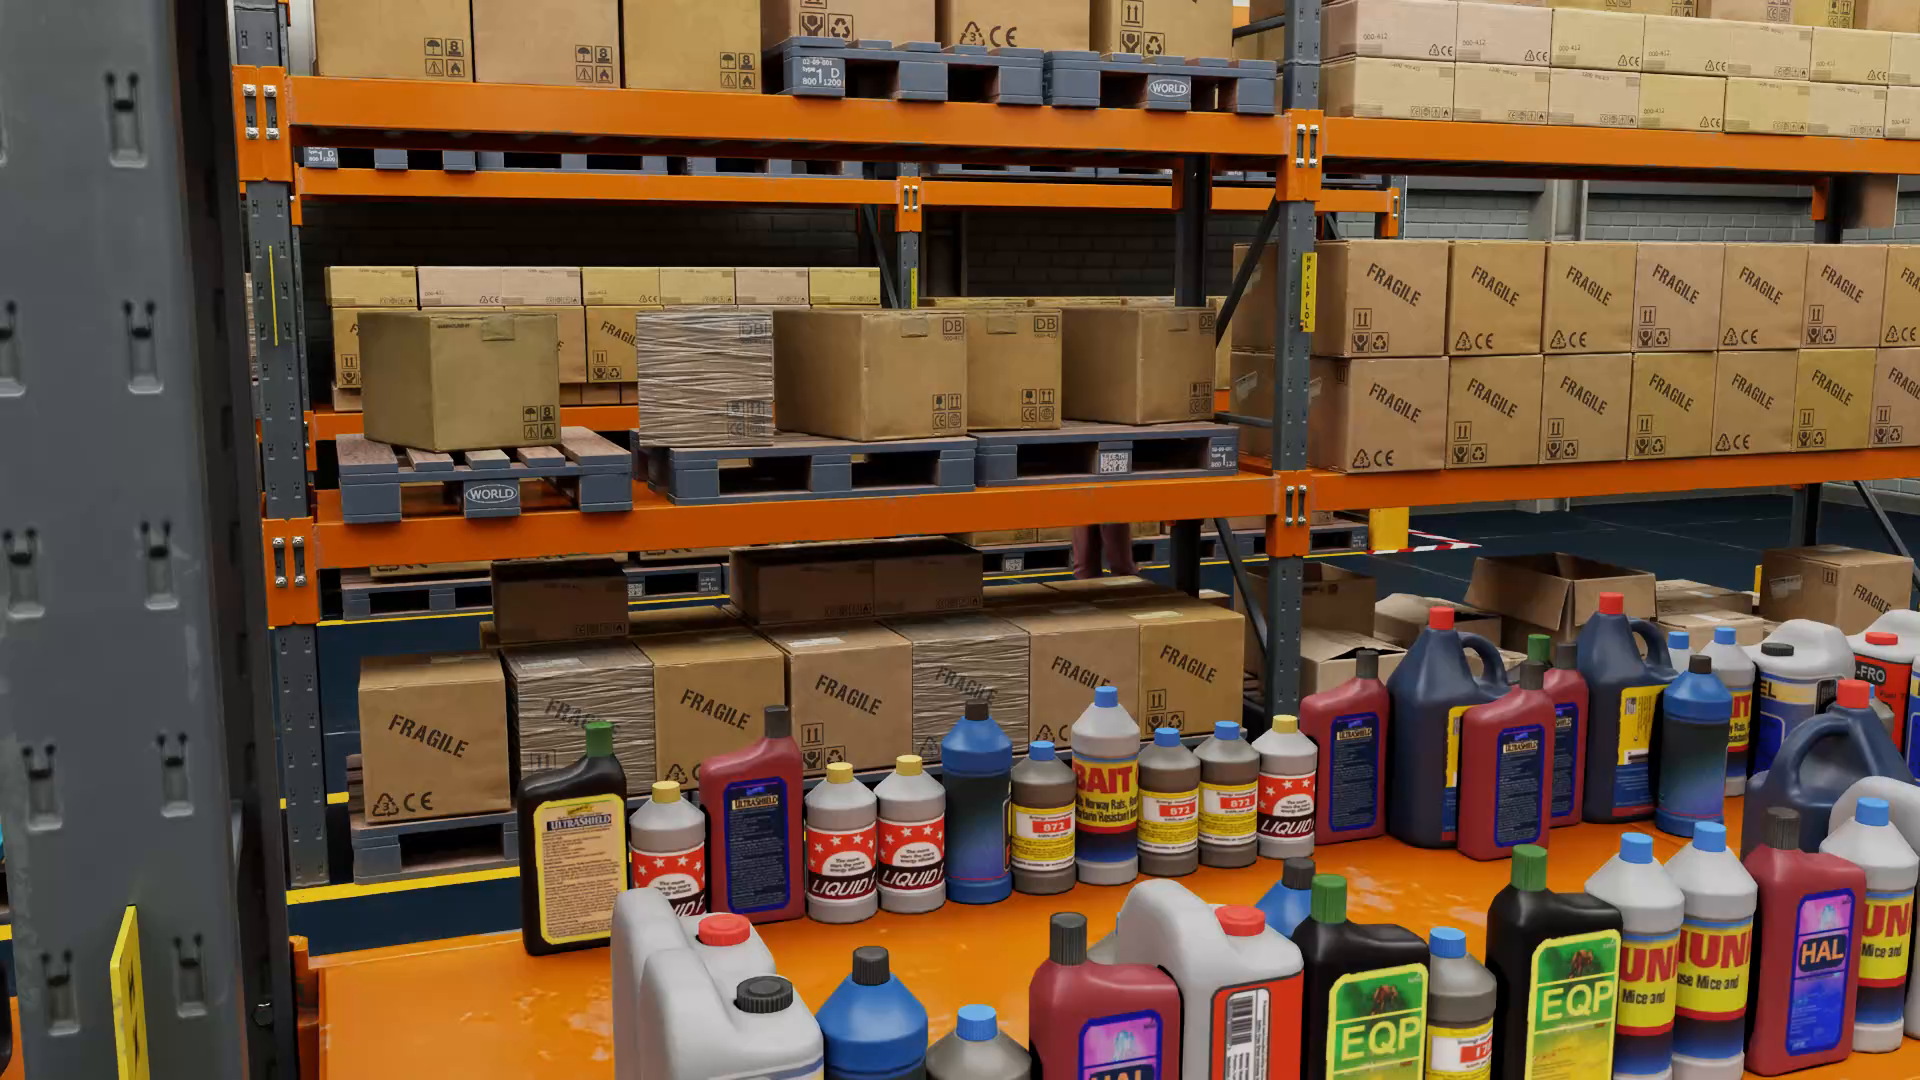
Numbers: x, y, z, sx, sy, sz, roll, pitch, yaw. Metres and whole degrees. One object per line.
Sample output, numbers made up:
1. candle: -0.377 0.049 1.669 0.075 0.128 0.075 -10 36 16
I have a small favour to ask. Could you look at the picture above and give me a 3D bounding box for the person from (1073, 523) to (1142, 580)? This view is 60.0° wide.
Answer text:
1. person: 0.875 -0.208 9.684 0.643 1.666 0.495 -8 12 -42
